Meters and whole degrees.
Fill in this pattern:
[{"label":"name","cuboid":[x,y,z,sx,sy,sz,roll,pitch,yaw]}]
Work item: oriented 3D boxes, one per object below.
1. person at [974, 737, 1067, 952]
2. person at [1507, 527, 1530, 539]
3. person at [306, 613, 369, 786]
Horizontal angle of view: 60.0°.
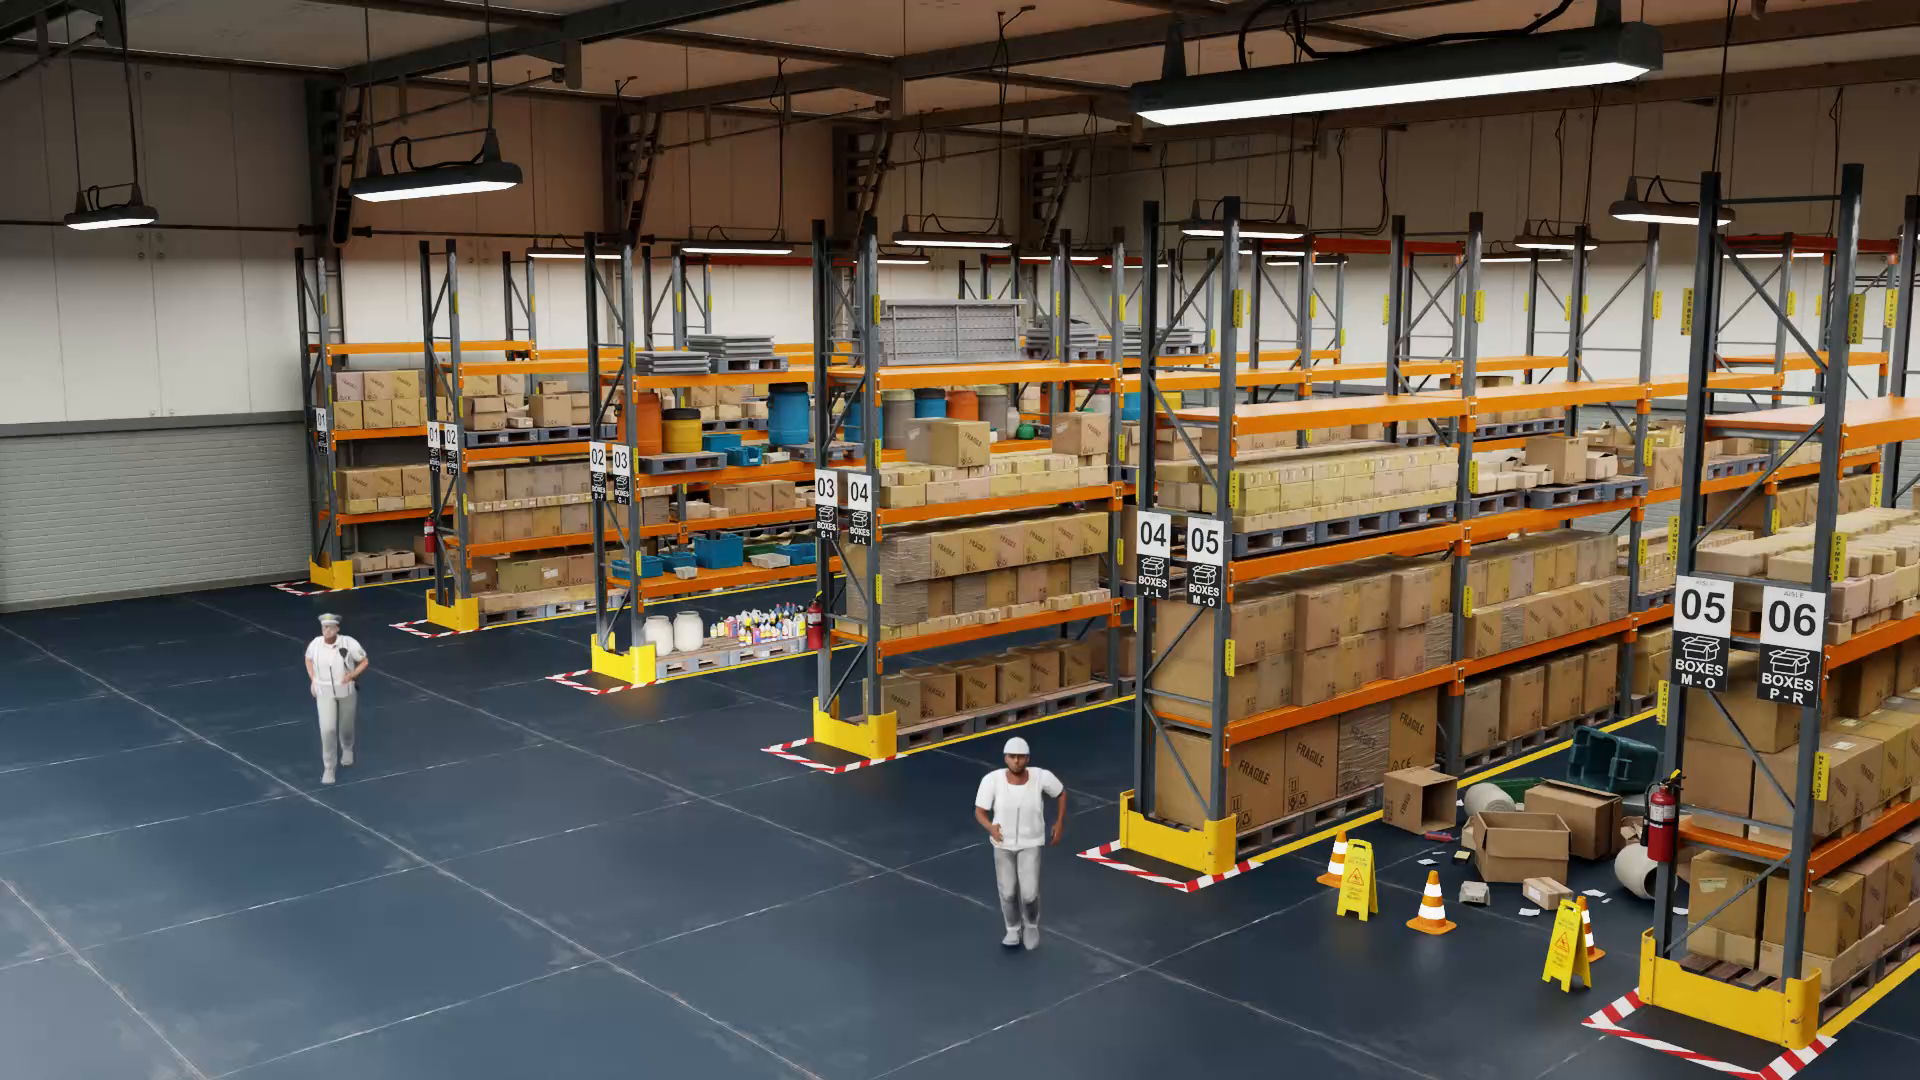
[{"label":"person","cuboid":[0.471,2.406,13.054,0.722,1.752,0.659,1,8,5]},{"label":"person","cuboid":[8.580,0.537,25.498,0.710,1.753,0.999,7,11,39]},{"label":"person","cuboid":[-6.720,1.662,17.982,0.655,1.827,0.821,-2,9,-16]}]
